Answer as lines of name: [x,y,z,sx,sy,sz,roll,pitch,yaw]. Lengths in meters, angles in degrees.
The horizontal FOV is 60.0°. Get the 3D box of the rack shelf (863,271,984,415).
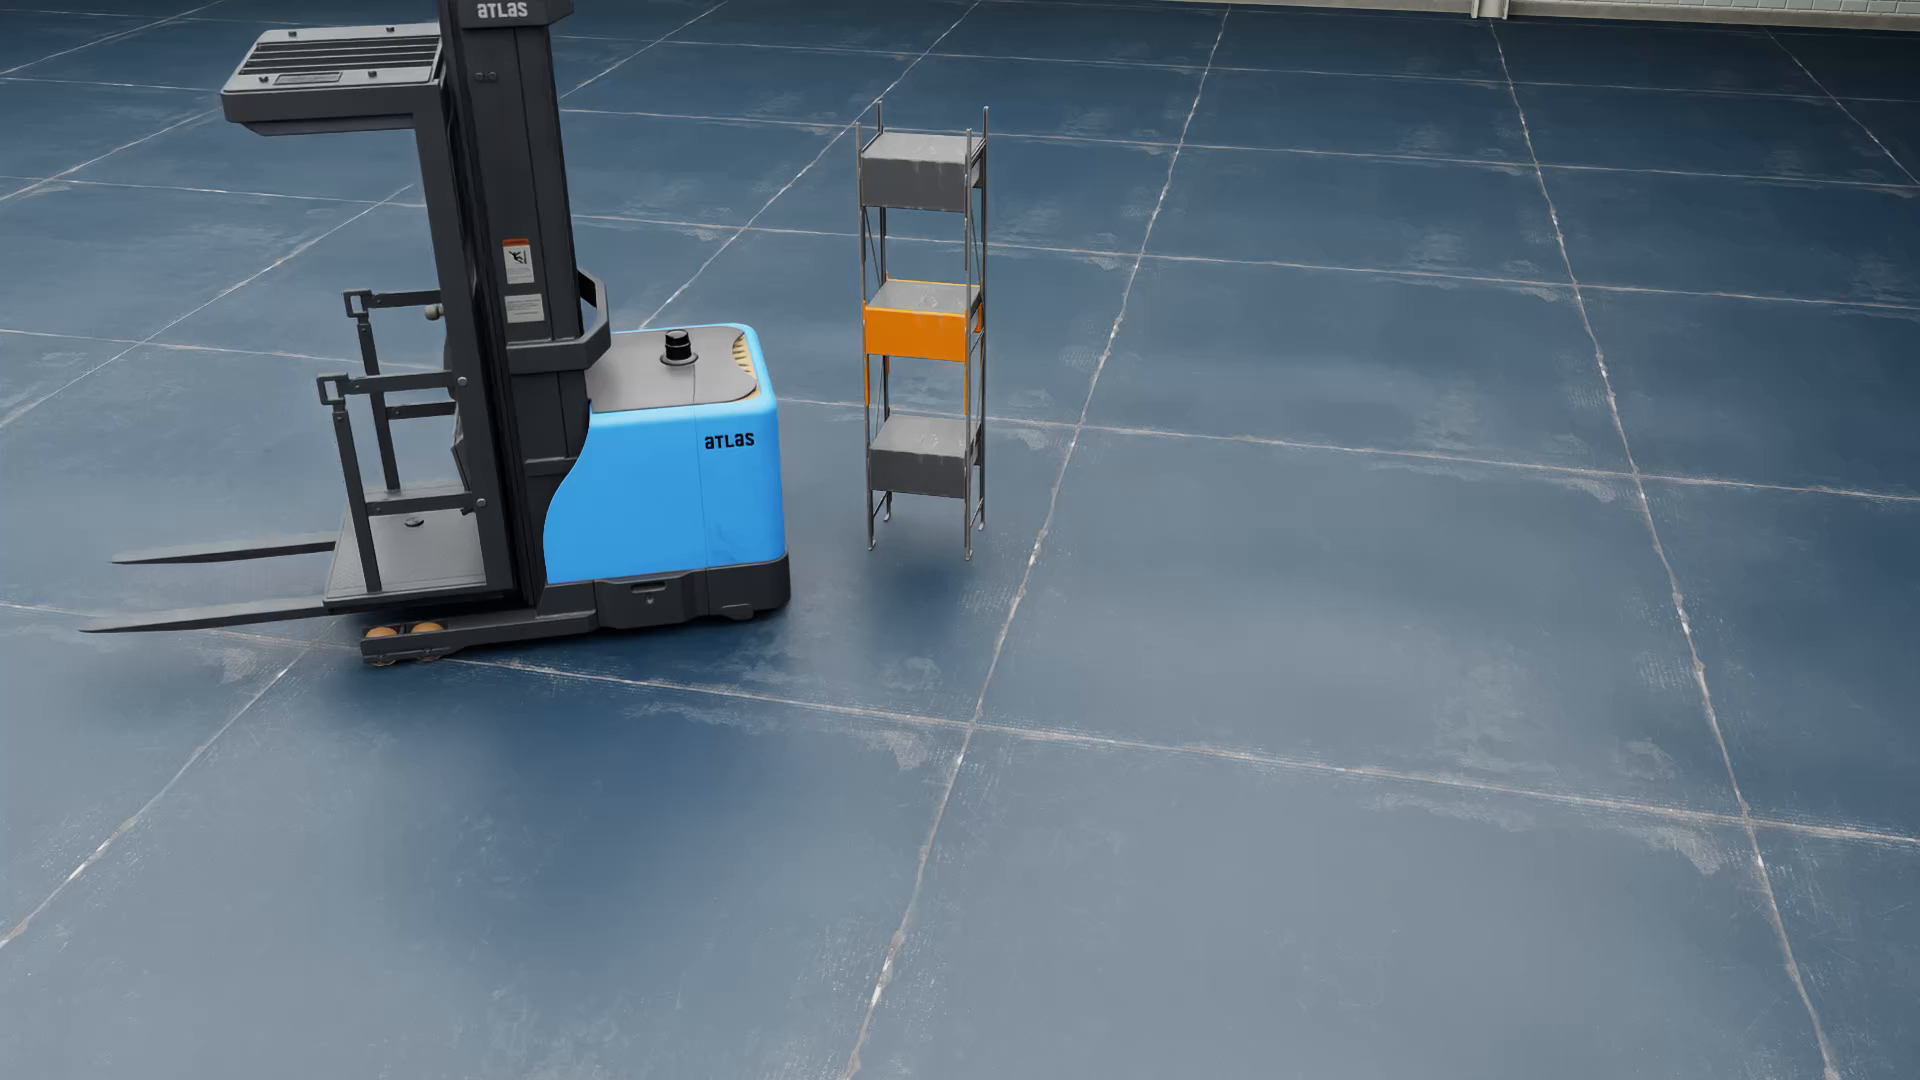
rack shelf: [-0.162,-0.926,7.783,0.480,0.518,0.431,6,29,11]

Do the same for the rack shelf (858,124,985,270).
rack shelf: [-0.162,-1.540,7.447,0.480,0.518,0.431,6,29,11]

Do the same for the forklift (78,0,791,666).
forklift: [-2.347,-1.014,7.050,3.031,2.935,1.130,-6,29,-11]

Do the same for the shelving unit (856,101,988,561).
shelving unit: [-0.162,-0.938,7.776,0.503,2.100,0.431,6,29,11]

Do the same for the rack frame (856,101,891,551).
rack frame: [-0.401,-0.962,7.821,0.015,2.100,0.400,6,29,11]

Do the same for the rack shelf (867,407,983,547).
rack shelf: [-0.162,-0.312,8.119,0.480,0.518,0.431,6,29,11]

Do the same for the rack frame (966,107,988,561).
rack frame: [0.077,-0.913,7.731,0.015,2.100,0.400,6,29,11]

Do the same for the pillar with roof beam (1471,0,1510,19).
pillar with roof beam: [5.285,-8.057,13.596,0.400,9.000,9.100,6,29,11]
